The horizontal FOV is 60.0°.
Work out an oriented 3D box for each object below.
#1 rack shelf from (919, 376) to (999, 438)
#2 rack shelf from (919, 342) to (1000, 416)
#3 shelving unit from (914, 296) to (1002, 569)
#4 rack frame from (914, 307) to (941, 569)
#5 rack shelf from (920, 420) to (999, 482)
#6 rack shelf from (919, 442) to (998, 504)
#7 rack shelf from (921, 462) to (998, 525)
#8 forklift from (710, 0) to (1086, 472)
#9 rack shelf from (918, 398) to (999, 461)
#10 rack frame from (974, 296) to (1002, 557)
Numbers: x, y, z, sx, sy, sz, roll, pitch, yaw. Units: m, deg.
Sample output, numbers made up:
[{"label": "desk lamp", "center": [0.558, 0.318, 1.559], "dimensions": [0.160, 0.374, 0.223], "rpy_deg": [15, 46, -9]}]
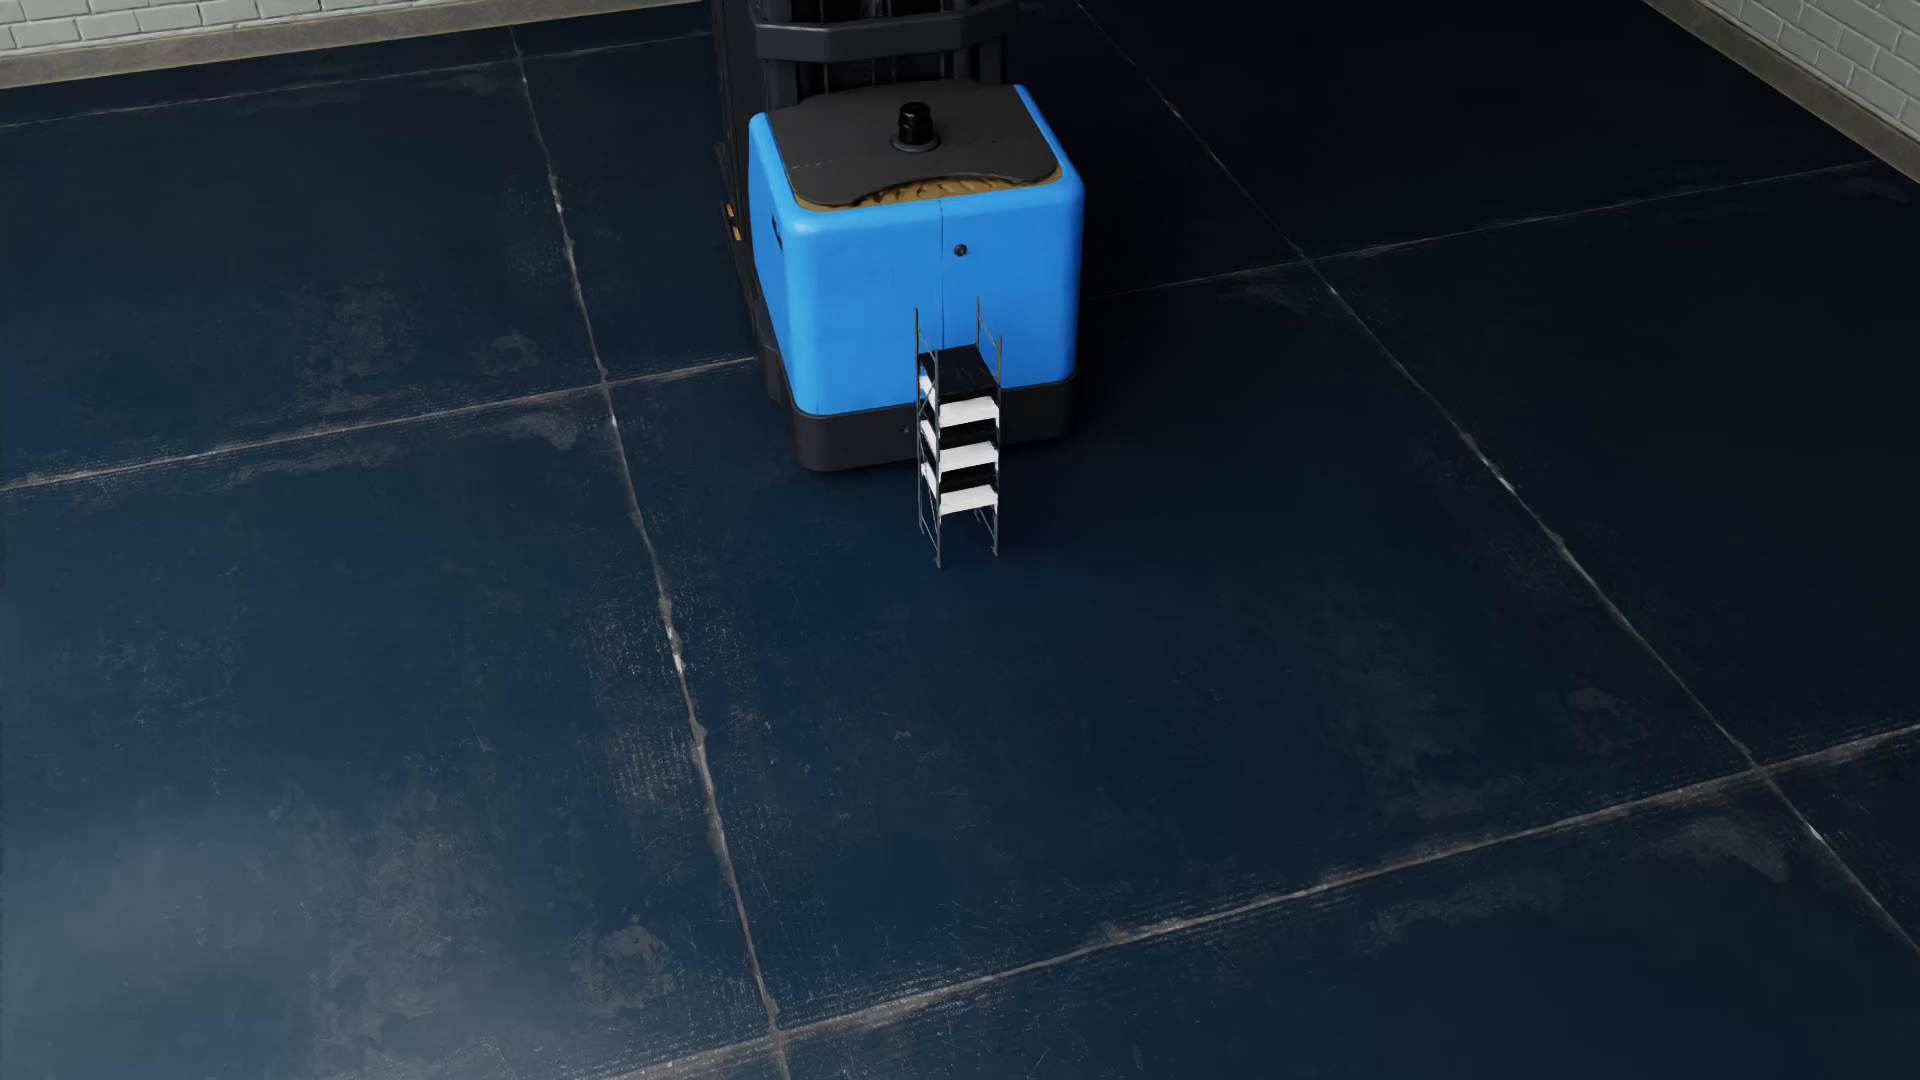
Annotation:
[{"label": "rack shelf", "center": [-0.008, -0.448, 5.356], "dimensions": [0.200, 0.077, 0.258], "rpy_deg": [-12, 42, -13]}, {"label": "rack shelf", "center": [-0.008, -0.516, 5.296], "dimensions": [0.200, 0.077, 0.258], "rpy_deg": [-12, 42, -13]}, {"label": "shelving unit", "center": [-0.008, -0.337, 5.452], "dimensions": [0.210, 0.900, 0.258], "rpy_deg": [-12, 42, -13]}, {"label": "rack frame", "center": [-0.105, -0.317, 5.429], "dimensions": [0.006, 0.900, 0.240], "rpy_deg": [-12, 42, -13]}, {"label": "rack shelf", "center": [-0.008, -0.312, 5.474], "dimensions": [0.200, 0.077, 0.258], "rpy_deg": [-12, 42, -13]}, {"label": "rack shelf", "center": [-0.008, -0.244, 5.533], "dimensions": [0.200, 0.077, 0.258], "rpy_deg": [-12, 42, -13]}, {"label": "rack shelf", "center": [-0.008, -0.177, 5.592], "dimensions": [0.200, 0.077, 0.258], "rpy_deg": [-12, 42, -13]}, {"label": "forklift", "center": [-0.419, -2.327, 6.186], "dimensions": [1.130, 2.935, 3.031], "rpy_deg": [-9, 42, -10]}, {"label": "rack shelf", "center": [-0.008, -0.380, 5.415], "dimensions": [0.200, 0.077, 0.258], "rpy_deg": [-12, 42, -13]}, {"label": "rack frame", "center": [0.089, -0.357, 5.475], "dimensions": [0.006, 0.900, 0.240], "rpy_deg": [-12, 42, -13]}]
